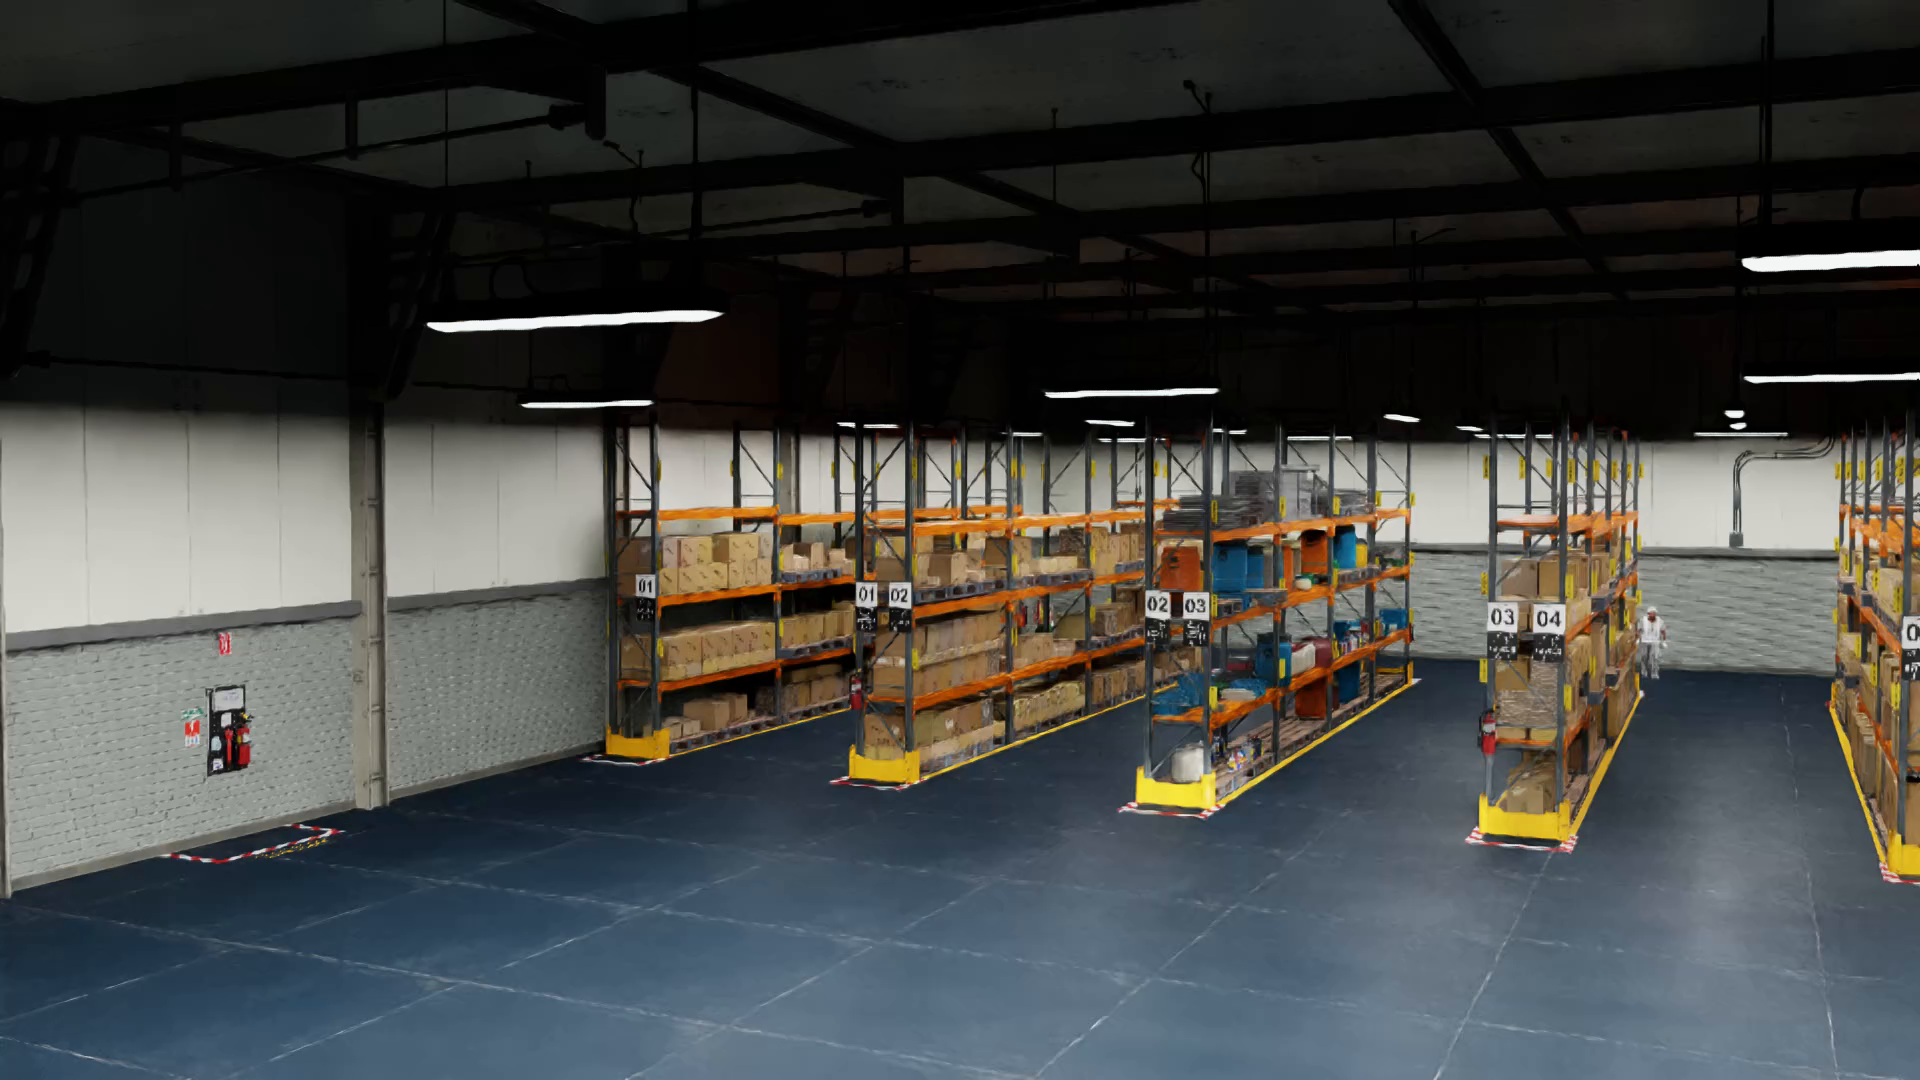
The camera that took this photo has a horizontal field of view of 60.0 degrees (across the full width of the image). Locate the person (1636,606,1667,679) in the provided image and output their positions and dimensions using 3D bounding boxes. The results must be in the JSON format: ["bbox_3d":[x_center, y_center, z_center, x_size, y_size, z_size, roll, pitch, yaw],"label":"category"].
[{"bbox_3d":[16.612,2.450,39.990,0.689,1.749,0.697,1,3,17],"label":"person"}]

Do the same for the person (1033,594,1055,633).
[{"bbox_3d":[2.267,2.248,44.965,0.584,1.747,0.967,0,2,2],"label":"person"}]
